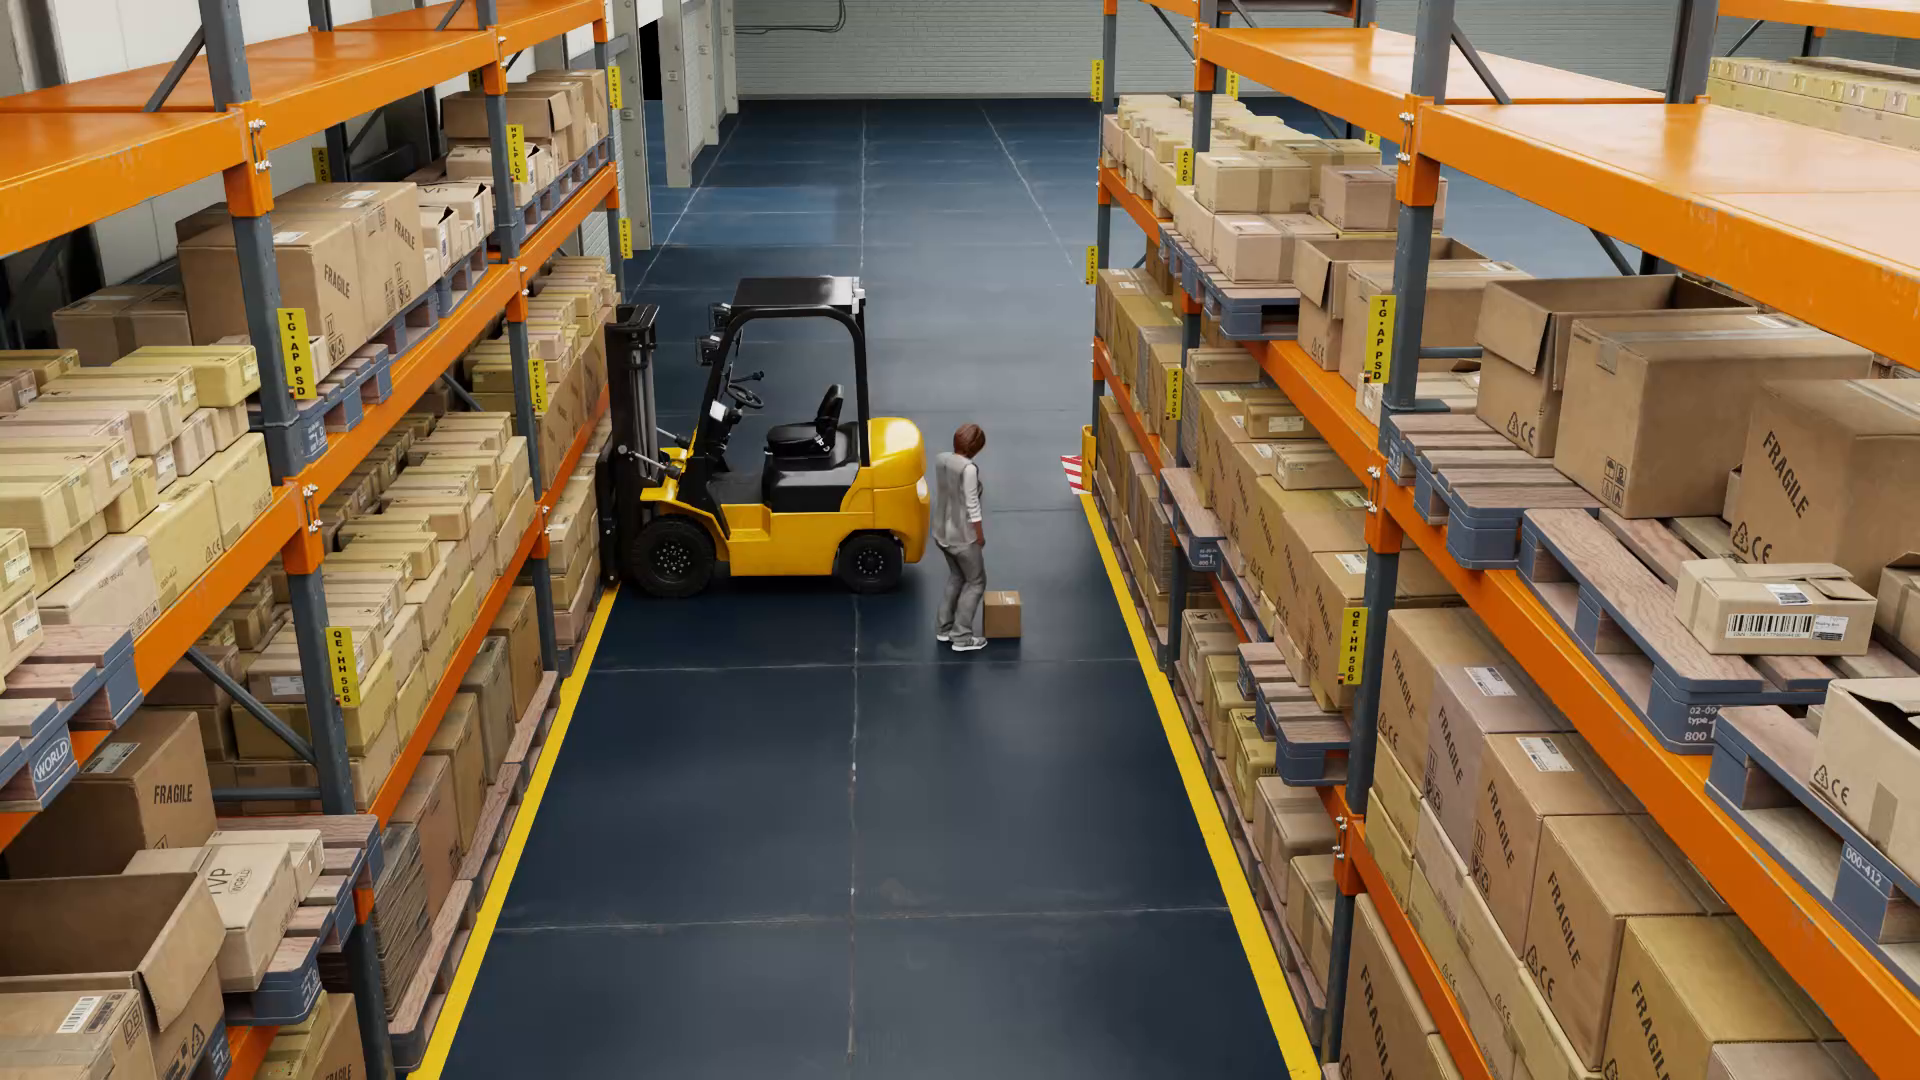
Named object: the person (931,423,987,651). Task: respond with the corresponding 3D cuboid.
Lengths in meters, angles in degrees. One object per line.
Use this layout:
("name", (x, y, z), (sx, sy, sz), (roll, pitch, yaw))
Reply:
("person", (-0.005, -0.018, 11.232), (0.383, 1.542, 0.426), (-12, 24, -29))
